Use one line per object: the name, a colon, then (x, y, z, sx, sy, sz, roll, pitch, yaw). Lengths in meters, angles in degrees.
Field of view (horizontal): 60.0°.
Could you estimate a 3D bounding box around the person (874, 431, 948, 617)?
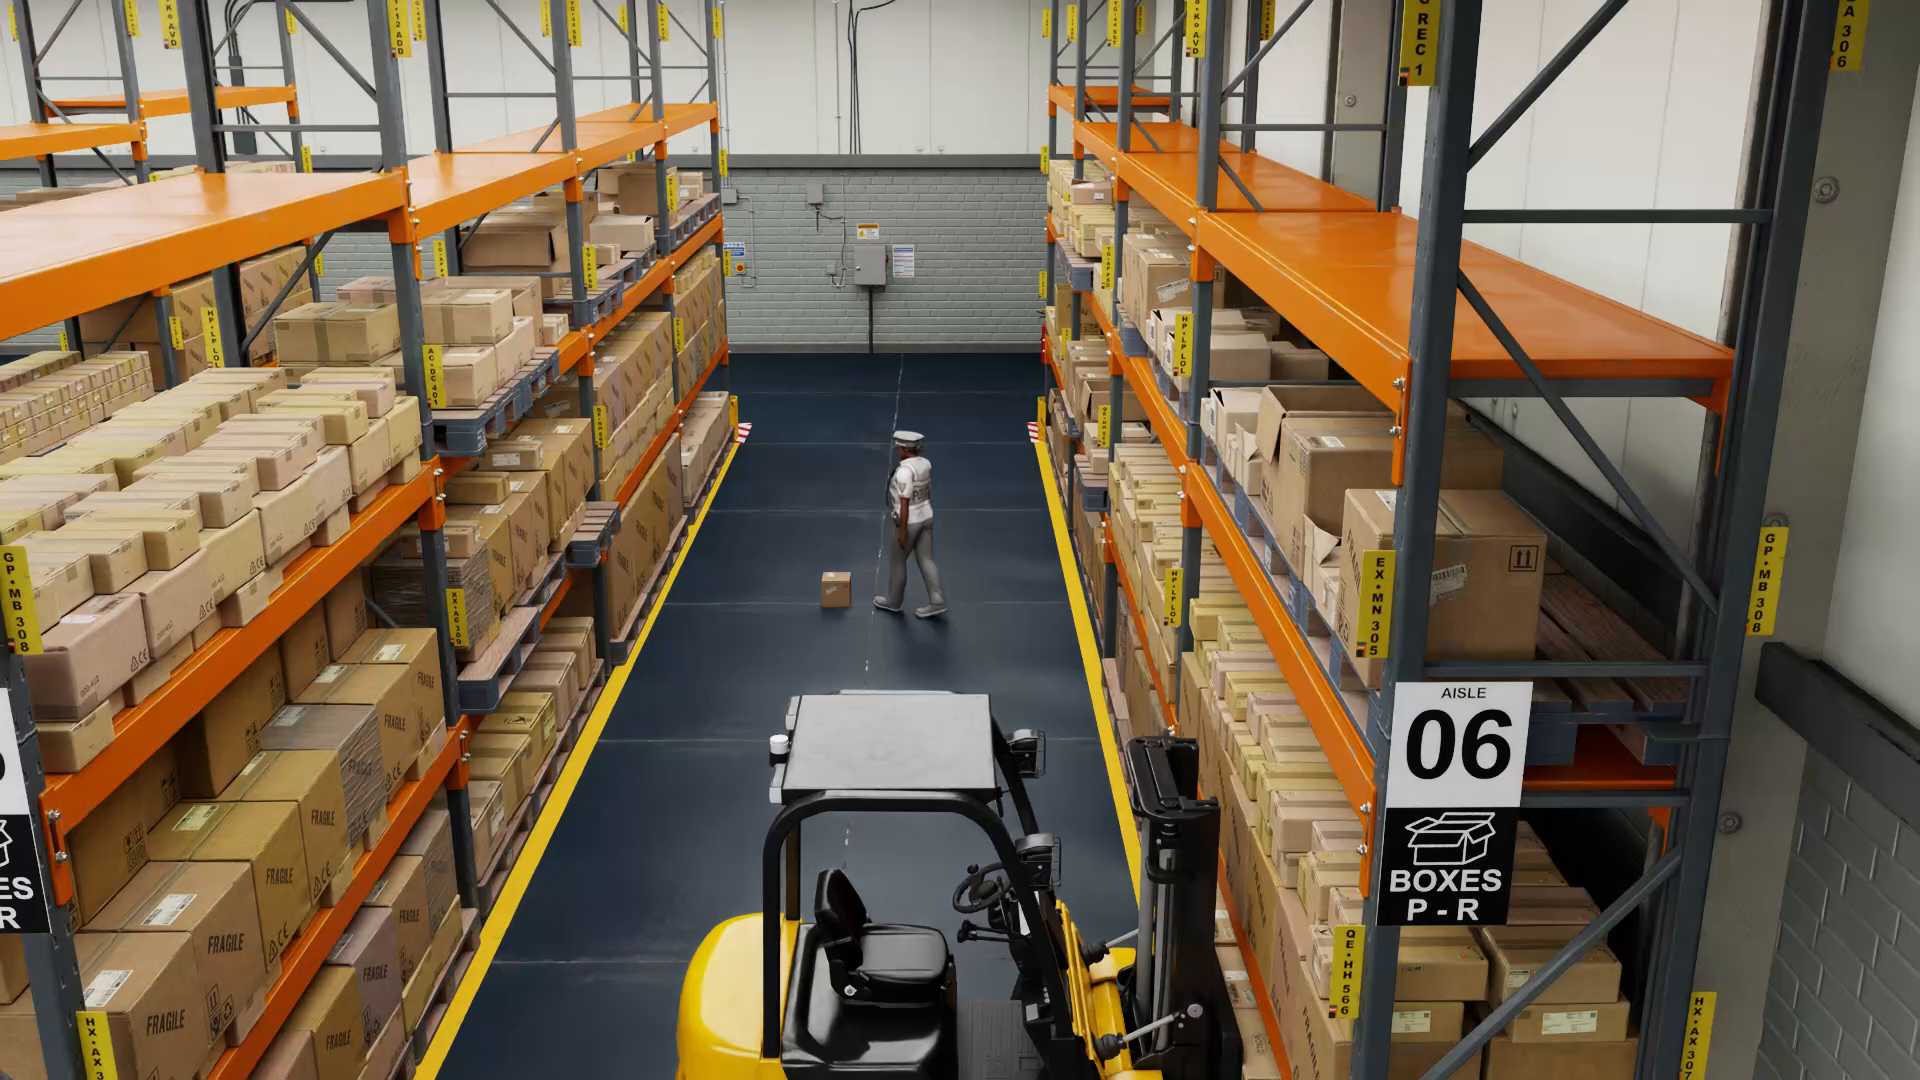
person: (-0.459, -0.144, 14.525, 0.726, 1.650, 0.465, 11, 21, 33)
